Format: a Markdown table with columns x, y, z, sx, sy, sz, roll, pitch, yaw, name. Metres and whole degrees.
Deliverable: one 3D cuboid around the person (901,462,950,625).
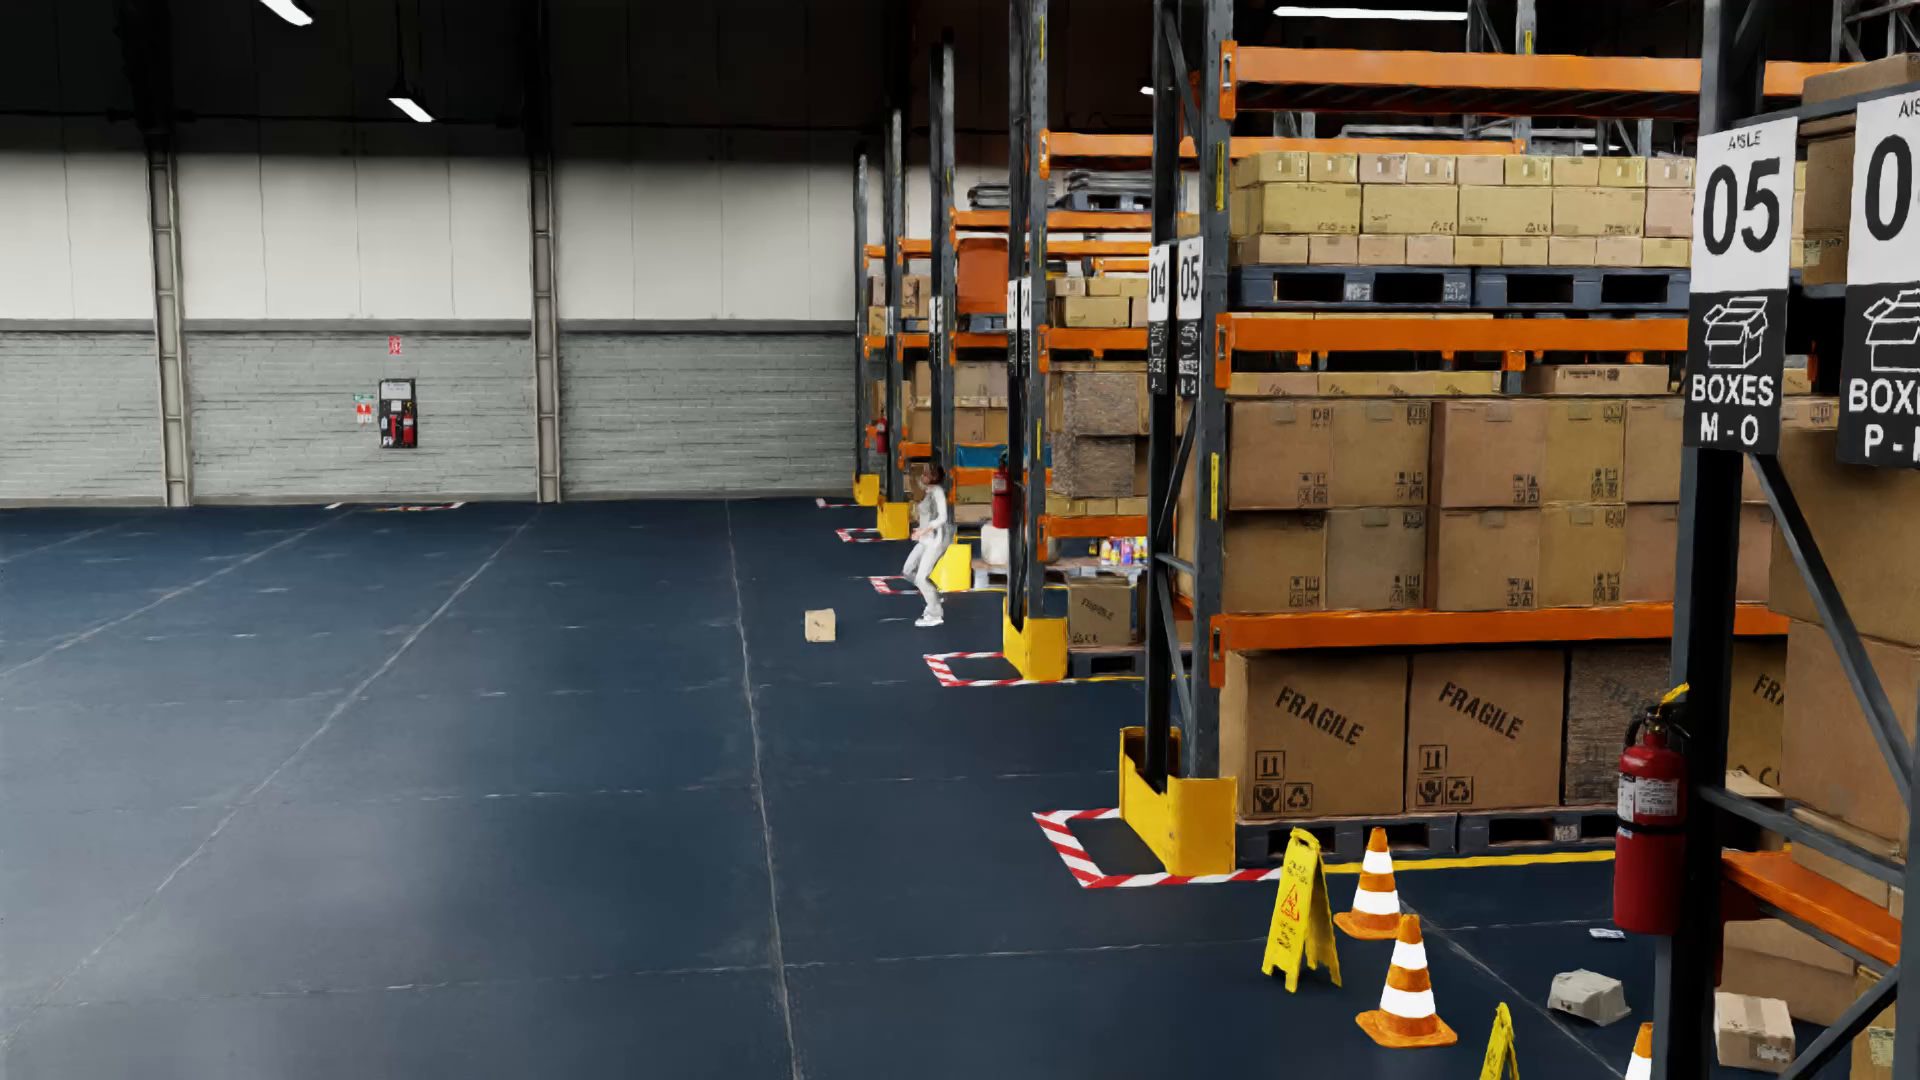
| x | y | z | sx | sy | sz | roll | pitch | yaw | name |
| --- | --- | --- | --- | --- | --- | --- | --- | --- | --- |
| -0.302 | 0.043 | 15.760 | 0.477 | 1.568 | 0.587 | -2 | 7 | -19 | person |
